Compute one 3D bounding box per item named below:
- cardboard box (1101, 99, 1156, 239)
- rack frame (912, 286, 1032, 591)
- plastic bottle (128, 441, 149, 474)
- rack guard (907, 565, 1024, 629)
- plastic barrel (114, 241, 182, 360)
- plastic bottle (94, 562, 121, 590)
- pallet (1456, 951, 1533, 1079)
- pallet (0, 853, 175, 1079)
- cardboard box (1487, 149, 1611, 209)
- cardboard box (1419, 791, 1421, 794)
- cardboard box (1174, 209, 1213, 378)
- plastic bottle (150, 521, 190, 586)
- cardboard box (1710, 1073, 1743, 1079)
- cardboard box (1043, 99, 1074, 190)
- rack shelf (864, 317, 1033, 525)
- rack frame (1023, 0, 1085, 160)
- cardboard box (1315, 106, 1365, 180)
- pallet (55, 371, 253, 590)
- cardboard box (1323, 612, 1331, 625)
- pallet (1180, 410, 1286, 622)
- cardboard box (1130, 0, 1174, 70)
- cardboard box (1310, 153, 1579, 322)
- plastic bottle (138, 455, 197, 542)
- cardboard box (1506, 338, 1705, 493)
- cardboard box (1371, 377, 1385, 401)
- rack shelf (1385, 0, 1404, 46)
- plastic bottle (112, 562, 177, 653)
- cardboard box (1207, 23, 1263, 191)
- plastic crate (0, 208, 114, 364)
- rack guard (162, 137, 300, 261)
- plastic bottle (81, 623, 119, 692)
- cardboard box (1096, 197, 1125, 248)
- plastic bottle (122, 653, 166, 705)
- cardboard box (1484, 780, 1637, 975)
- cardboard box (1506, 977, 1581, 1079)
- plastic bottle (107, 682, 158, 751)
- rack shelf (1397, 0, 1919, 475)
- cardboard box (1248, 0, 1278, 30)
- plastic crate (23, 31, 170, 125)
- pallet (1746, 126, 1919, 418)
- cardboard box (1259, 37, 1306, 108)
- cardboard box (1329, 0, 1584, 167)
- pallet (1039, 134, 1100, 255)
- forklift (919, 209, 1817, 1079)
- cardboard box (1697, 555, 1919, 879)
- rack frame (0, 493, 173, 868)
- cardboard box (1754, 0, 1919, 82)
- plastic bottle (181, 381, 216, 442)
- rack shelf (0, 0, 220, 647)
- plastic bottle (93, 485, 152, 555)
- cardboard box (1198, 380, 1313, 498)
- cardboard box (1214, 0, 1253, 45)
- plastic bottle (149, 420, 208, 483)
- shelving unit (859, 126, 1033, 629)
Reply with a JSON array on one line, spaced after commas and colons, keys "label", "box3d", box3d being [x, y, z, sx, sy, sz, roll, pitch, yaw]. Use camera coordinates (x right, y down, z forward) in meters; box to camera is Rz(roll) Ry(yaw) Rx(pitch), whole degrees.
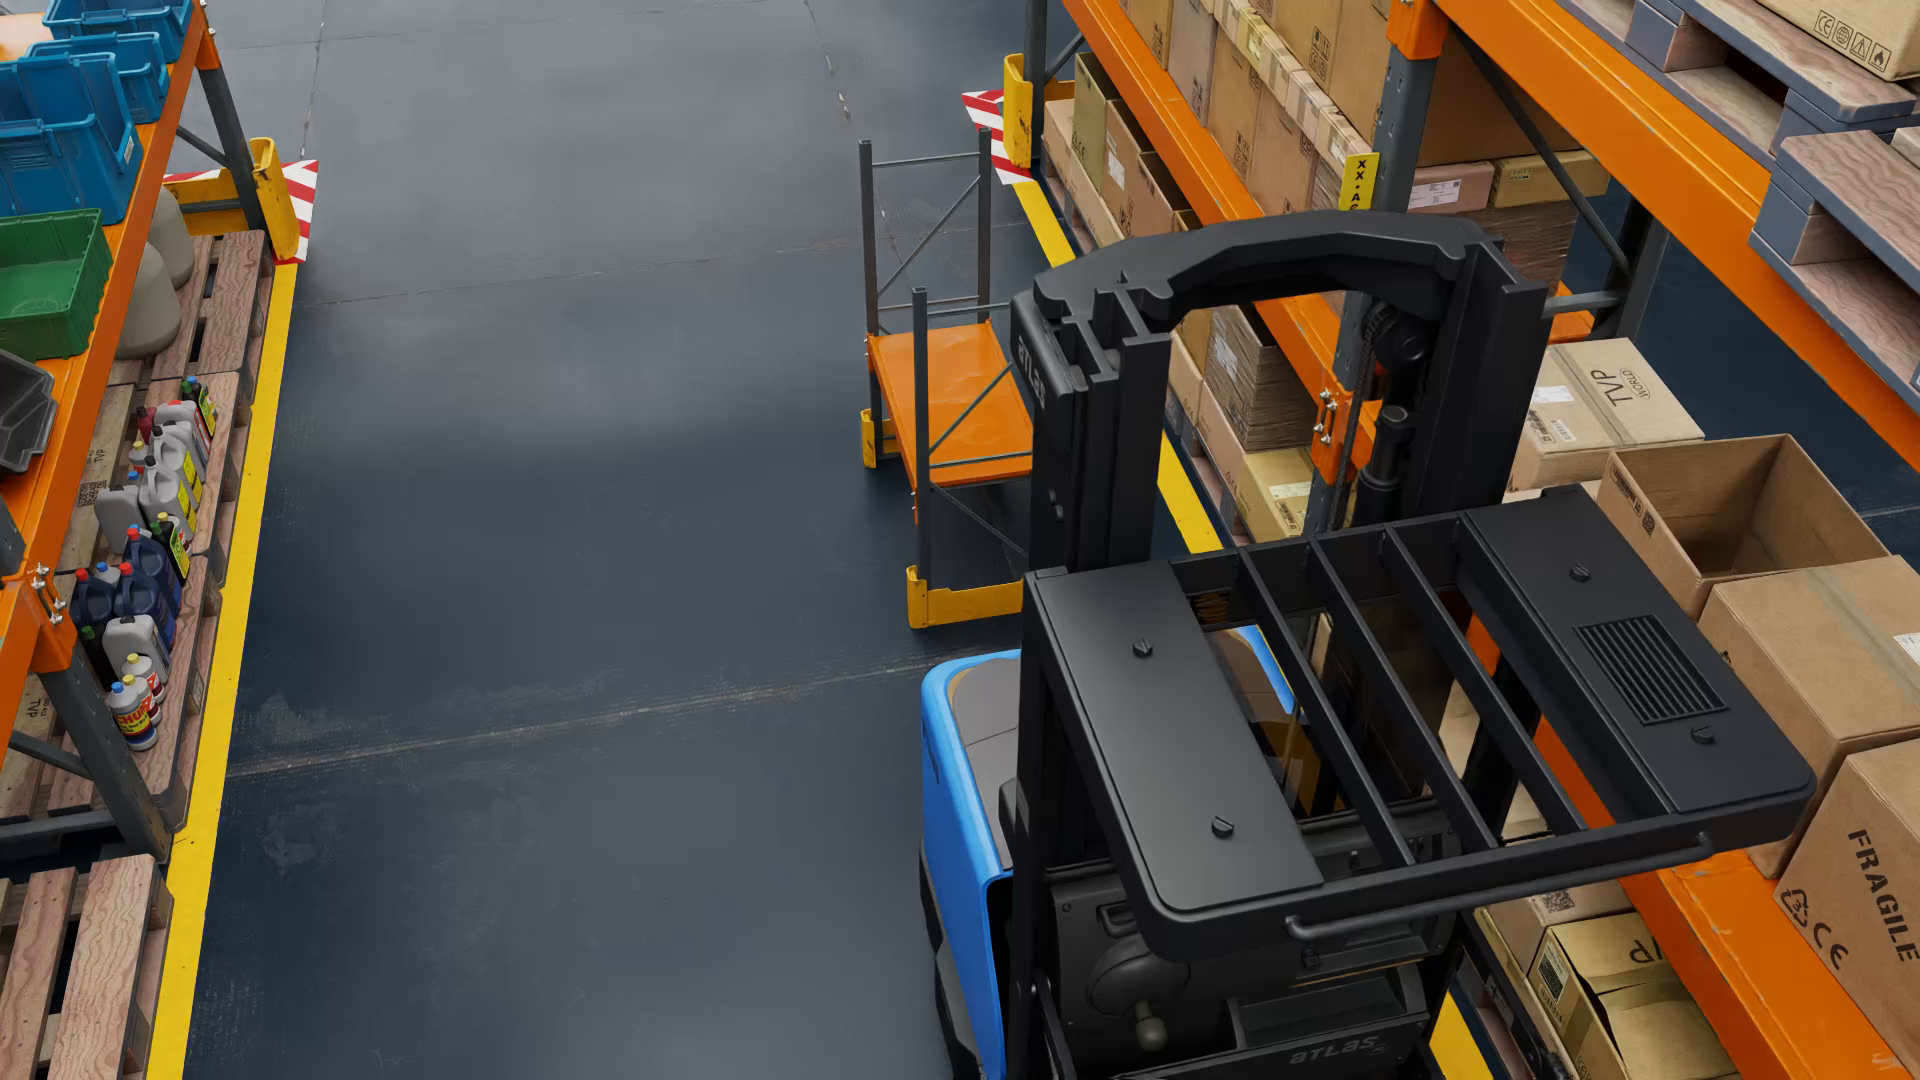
[{"label": "cardboard box", "box3d": [0.967, -1.691, 7.586, 0.500, 0.500, 0.500, -8, 42, -9]}, {"label": "rack frame", "box3d": [0.091, -0.287, 5.943, 0.500, 1.500, 0.032, -8, 42, -9]}, {"label": "plastic bottle", "box3d": [-3.235, -0.303, 6.609, 0.097, 0.201, 0.097, 0, 42, 0]}, {"label": "rack guard", "box3d": [0.091, 0.180, 6.359, 0.587, 0.250, 0.087, -8, 42, -9]}, {"label": "plastic barrel", "box3d": [-3.674, -1.086, 7.272, 0.421, 0.512, 0.421, 0, 42, 0]}, {"label": "plastic bottle", "box3d": [-3.054, 0.189, 6.001, 0.097, 0.271, 0.097, 0, 42, 0]}, {"label": "pallet", "box3d": [2.166, 1.593, 4.797, 1.003, 0.211, 1.213, -8, 42, -9]}, {"label": "pallet", "box3d": [-2.928, 1.539, 4.857, 1.003, 0.211, 1.213, -8, 42, -9]}, {"label": "cardboard box", "box3d": [1.833, -1.197, 5.275, 0.380, 0.149, 0.250, -8, 42, -9]}, {"label": "cardboard box", "box3d": [1.656, 0.785, 5.361, 0.500, 0.250, 0.500, -7, 42, -8]}, {"label": "cardboard box", "box3d": [1.180, -1.042, 6.855, 0.500, 0.500, 0.500, -8, 42, -9]}, {"label": "plastic bottle", "box3d": [-2.940, 0.026, 6.176, 0.061, 0.283, 0.133, -7, 42, -7]}, {"label": "cardboard box", "box3d": [1.987, 1.572, 4.052, 0.500, 0.311, 0.500, -9, 42, -10]}, {"label": "cardboard box", "box3d": [0.737, -2.057, 8.562, 0.500, 0.250, 0.500, -8, 42, -9]}, {"label": "rack shelf", "box3d": [-0.018, -0.482, 6.434, 0.538, 0.185, 1.000, -8, 42, -9]}, {"label": "rack frame", "box3d": [0.838, -3.308, 8.217, 1.000, 3.000, 0.127, -8, 42, -9]}, {"label": "cardboard box", "box3d": [1.383, -1.301, 5.392, 0.380, 0.149, 0.250, -9, 42, -10]}, {"label": "pallet", "box3d": [-3.507, -0.198, 6.814, 1.003, 0.211, 1.213, -8, 42, -9]}, {"label": "cardboard box", "box3d": [1.548, 0.250, 5.541, 0.500, 0.311, 0.500, -8, 42, -9]}, {"label": "pallet", "box3d": [1.571, -0.193, 6.809, 1.003, 0.211, 1.213, -8, 42, -9]}, {"label": "cardboard box", "box3d": [1.146, -2.378, 7.094, 0.700, 0.500, 0.500, -8, 42, -9]}, {"label": "cardboard box", "box3d": [1.600, -1.039, 5.585, 0.700, 0.500, 0.500, -9, 42, -10]}, {"label": "plastic bottle", "box3d": [-3.037, -0.162, 6.337, 0.144, 0.351, 0.185, -9, 42, -10]}, {"label": "cardboard box", "box3d": [1.851, -0.346, 4.993, 0.500, 0.250, 0.500, -6, 42, -7]}, {"label": "cardboard box", "box3d": [1.792, -0.792, 6.573, 0.500, 0.500, 0.500, -8, 42, -9]}, {"label": "rack shelf", "box3d": [1.270, -2.864, 5.999, 1.077, 0.370, 4.000, -8, 42, -9]}, {"label": "plastic bottle", "box3d": [-2.905, 0.236, 5.888, 0.144, 0.351, 0.185, -7, 42, -8]}, {"label": "cardboard box", "box3d": [1.375, -1.706, 6.336, 0.700, 0.500, 0.500, -8, 42, -9]}, {"label": "plastic crate", "box3d": [-3.153, -0.848, 5.606, 0.450, 0.188, 0.662, -8, 42, -9]}, {"label": "rack guard", "box3d": [-3.937, -1.623, 8.202, 1.175, 0.500, 0.348, -8, 42, -9]}, {"label": "plastic bottle", "box3d": [-2.977, 0.385, 5.772, 0.061, 0.283, 0.133, -8, 42, -9]}, {"label": "cardboard box", "box3d": [0.956, -1.409, 7.833, 0.500, 0.250, 0.500, -8, 42, -9]}, {"label": "plastic bottle", "box3d": [-2.820, 0.473, 5.734, 0.097, 0.201, 0.097, 0, 42, 0]}, {"label": "cardboard box", "box3d": [1.764, 0.911, 4.797, 0.500, 0.311, 0.500, -10, 43, -11]}, {"label": "cardboard box", "box3d": [1.879, 1.450, 4.612, 0.500, 0.250, 0.500, -8, 42, -8]}, {"label": "plastic bottle", "box3d": [-2.776, 0.579, 5.562, 0.097, 0.271, 0.097, 0, 42, 0]}, {"label": "rack shelf", "box3d": [2.134, -0.271, 3.078, 1.077, 0.370, 4.000, -8, 42, -9]}, {"label": "cardboard box", "box3d": [1.382, -2.176, 5.889, 0.700, 0.500, 0.500, -8, 42, -9]}, {"label": "plastic crate", "box3d": [-3.464, -1.841, 6.677, 0.499, 0.251, 0.408, -8, 42, -9]}, {"label": "pallet", "box3d": [2.087, -0.325, 2.739, 1.003, 0.211, 1.213, -7, 42, -7]}, {"label": "cardboard box", "box3d": [1.266, -1.640, 5.774, 0.380, 0.149, 0.250, -8, 42, -9]}, {"label": "cardboard box", "box3d": [1.600, -1.524, 5.155, 0.700, 0.500, 0.500, -8, 42, -9]}, {"label": "pallet", "box3d": [1.044, -1.775, 8.590, 1.003, 0.211, 1.213, -8, 42, -9]}, {"label": "forklift", "box3d": [0.709, 0.939, 3.484, 1.130, 2.935, 3.031, -9, 42, -10]}, {"label": "cardboard box", "box3d": [2.073, 0.414, 3.949, 0.500, 0.500, 0.500, -8, 42, -9]}, {"label": "rack frame", "box3d": [-3.136, -0.007, 4.499, 1.000, 3.000, 0.127, -8, 42, -9]}, {"label": "cardboard box", "box3d": [1.947, -1.181, 3.358, 0.500, 0.250, 0.500, -12, 43, -13]}, {"label": "plastic bottle", "box3d": [-3.131, -0.548, 6.823, 0.061, 0.283, 0.133, -7, 42, -8]}, {"label": "rack shelf", "box3d": [-3.567, -1.035, 6.198, 1.077, 0.370, 4.000, -8, 42, -9]}, {"label": "plastic bottle", "box3d": [-3.176, -0.096, 6.319, 0.152, 0.276, 0.135, -8, 42, -9]}, {"label": "cardboard box", "box3d": [1.290, -0.438, 6.739, 0.500, 0.250, 0.500, -8, 42, -9]}, {"label": "cardboard box", "box3d": [1.161, -1.964, 6.138, 0.380, 0.149, 0.250, -7, 42, -8]}, {"label": "plastic bottle", "box3d": [-3.117, -0.361, 6.618, 0.152, 0.276, 0.135, -9, 42, -10]}, {"label": "shelving unit", "box3d": [-0.016, -0.610, 6.308, 0.587, 1.500, 1.083, -8, 42, -9]}]
